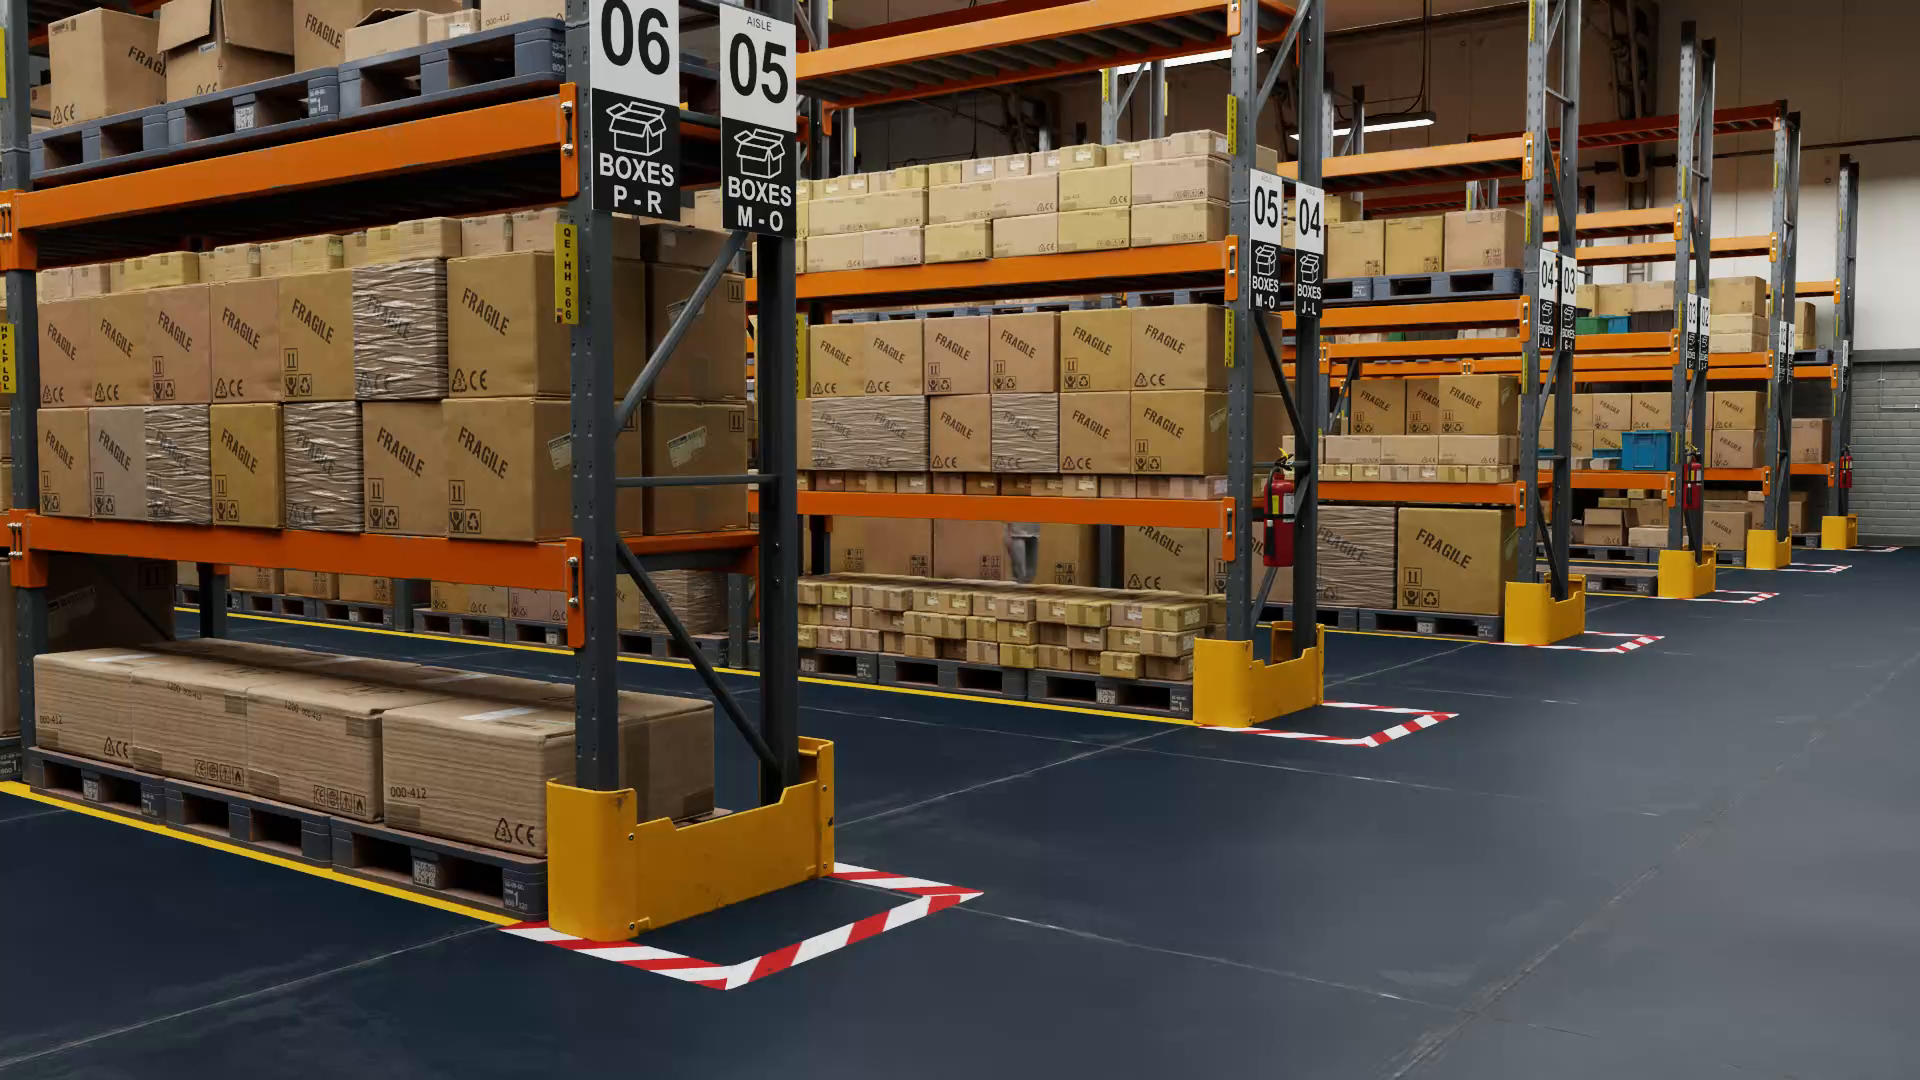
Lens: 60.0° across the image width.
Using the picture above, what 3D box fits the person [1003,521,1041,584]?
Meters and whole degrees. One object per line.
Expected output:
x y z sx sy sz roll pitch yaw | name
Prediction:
0.549 -0.015 14.692 0.312 1.598 0.404 3 4 37 | person
